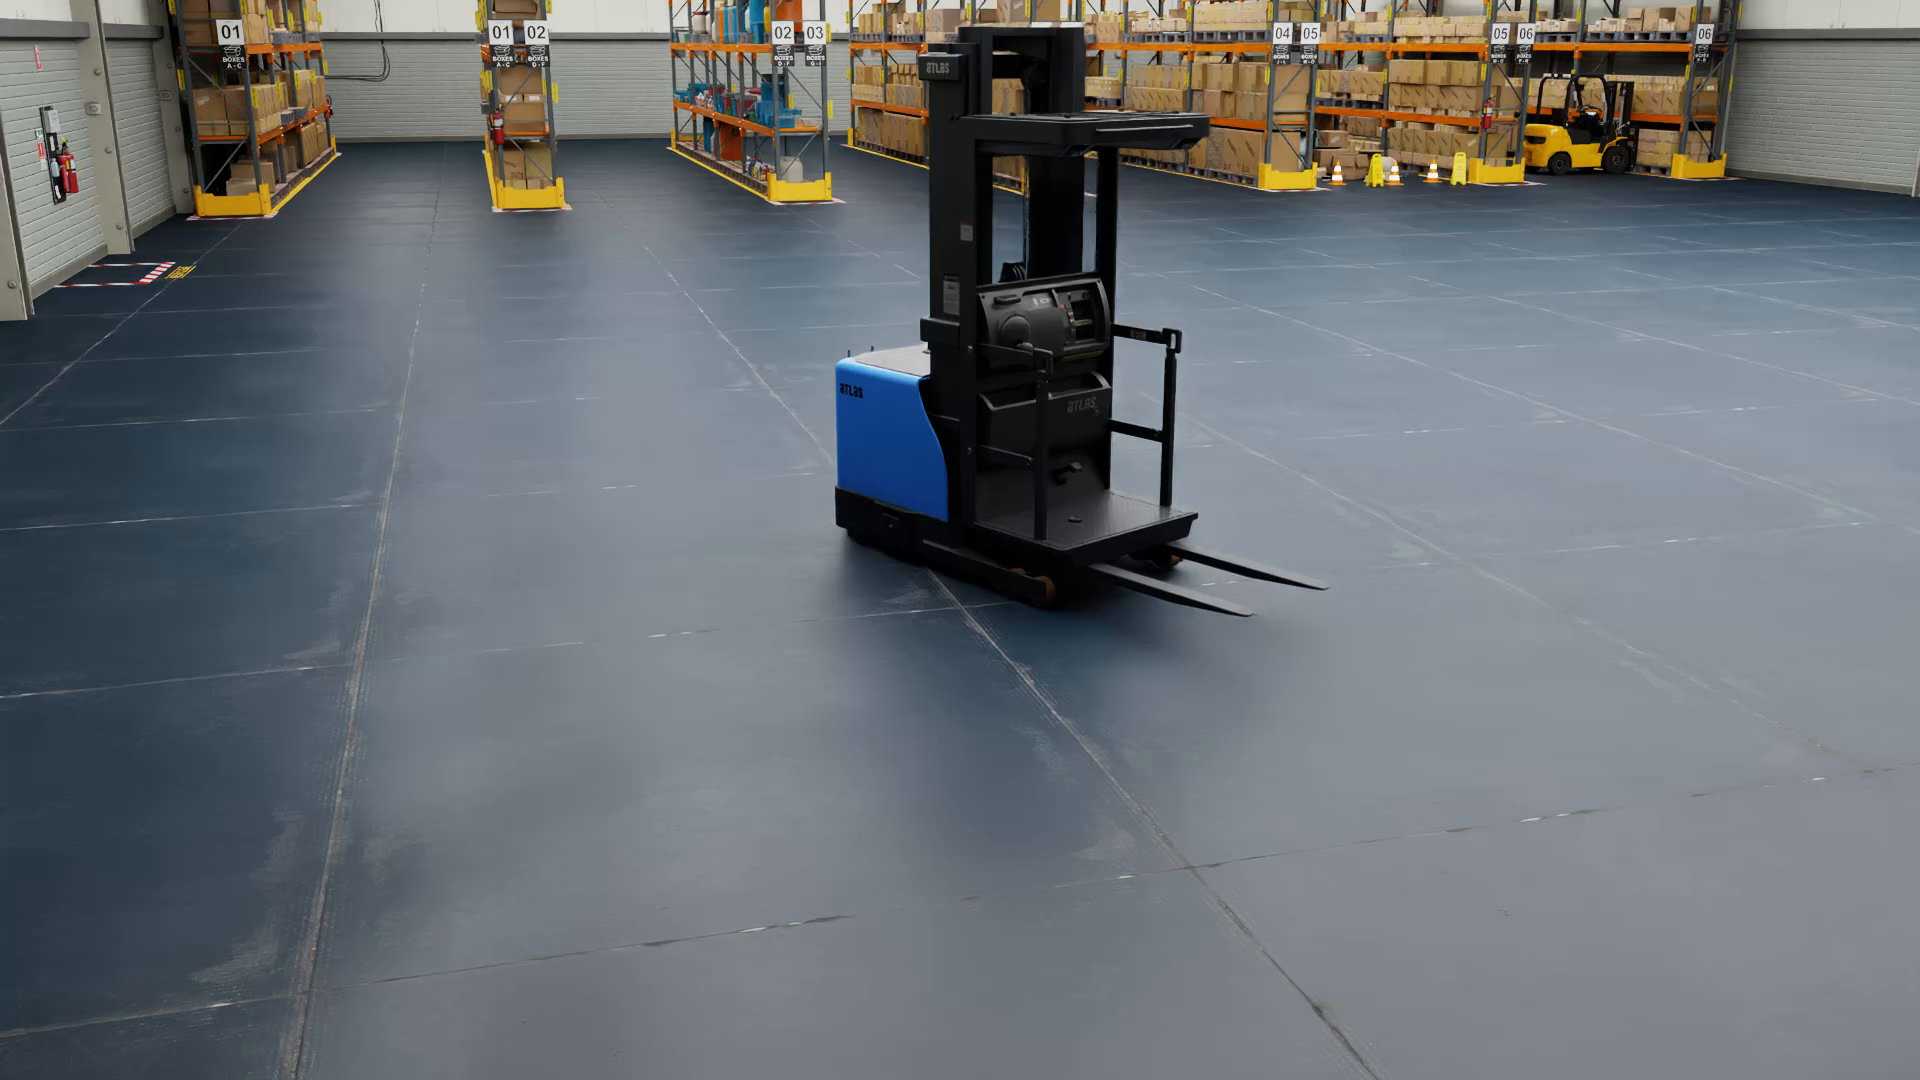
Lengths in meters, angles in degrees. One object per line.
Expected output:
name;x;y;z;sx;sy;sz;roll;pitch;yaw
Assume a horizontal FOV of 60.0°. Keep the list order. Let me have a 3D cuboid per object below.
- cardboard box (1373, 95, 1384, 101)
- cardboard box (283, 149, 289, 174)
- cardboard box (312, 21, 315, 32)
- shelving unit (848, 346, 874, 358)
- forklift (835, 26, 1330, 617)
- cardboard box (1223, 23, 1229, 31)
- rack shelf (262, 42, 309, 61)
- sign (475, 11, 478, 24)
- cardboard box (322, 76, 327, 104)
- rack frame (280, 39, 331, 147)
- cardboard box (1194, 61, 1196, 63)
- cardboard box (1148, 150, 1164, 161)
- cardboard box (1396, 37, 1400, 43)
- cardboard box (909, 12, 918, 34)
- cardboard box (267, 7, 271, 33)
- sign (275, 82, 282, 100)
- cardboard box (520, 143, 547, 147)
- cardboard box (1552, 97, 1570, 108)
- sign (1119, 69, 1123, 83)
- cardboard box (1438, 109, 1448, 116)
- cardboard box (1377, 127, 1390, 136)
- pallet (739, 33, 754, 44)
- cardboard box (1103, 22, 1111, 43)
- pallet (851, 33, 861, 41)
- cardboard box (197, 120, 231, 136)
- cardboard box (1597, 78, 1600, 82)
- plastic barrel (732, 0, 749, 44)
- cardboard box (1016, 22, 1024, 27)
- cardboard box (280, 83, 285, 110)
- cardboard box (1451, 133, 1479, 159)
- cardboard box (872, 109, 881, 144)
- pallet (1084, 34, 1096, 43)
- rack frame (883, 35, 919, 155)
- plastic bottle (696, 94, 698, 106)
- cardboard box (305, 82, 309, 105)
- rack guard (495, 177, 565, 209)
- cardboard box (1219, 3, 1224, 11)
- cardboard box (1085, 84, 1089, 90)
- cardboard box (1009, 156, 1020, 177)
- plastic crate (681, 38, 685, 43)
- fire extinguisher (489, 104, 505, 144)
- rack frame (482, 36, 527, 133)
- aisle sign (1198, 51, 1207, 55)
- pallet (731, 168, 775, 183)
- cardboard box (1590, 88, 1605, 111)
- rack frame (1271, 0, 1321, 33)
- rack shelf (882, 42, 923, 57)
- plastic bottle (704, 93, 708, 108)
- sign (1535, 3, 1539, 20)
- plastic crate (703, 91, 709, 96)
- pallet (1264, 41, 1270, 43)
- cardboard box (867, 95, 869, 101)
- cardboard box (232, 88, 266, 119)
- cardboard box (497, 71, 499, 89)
cardboard box;9.840;-10.294;38.714;0.380;0.149;0.250;-4;17;-14
cardboard box;-14.227;-7.772;34.193;0.700;0.500;0.500;-5;17;-16
cardboard box;-16.119;-12.598;40.822;0.500;0.250;0.500;-5;18;-17
shelving unit;-0.530;-0.655;10.308;0.215;1.050;0.252;-15;22;-40
forklift;0.609;-1.214;8.900;1.130;2.935;3.031;-15;22;-40
cardboard box;5.706;-10.690;34.646;0.380;0.149;0.250;-4;17;-15
rack shelf;-15.219;-10.886;37.015;1.077;0.370;4.000;-5;17;-15
sign;-12.627;-13.658;43.475;0.100;0.325;0.005;-5;17;-15
cardboard box;-16.718;-11.457;42.358;0.980;0.700;0.700;-4;17;-13
rack frame;-16.867;-11.454;42.868;1.000;3.000;0.127;-5;17;-15
cardboard box;6.956;-13.641;48.238;0.500;0.500;0.500;-5;17;-17
cardboard box;4.996;-9.229;38.642;1.050;0.750;0.750;-5;17;-15
cardboard box;10.095;-11.302;37.586;0.380;0.149;0.250;-5;17;-16
cardboard box;-0.940;-12.496;40.220;0.500;0.500;0.500;-4;17;-12
cardboard box;-13.982;-10.319;32.972;0.500;0.500;0.500;-5;18;-17
sign;-13.050;-8.594;31.843;0.100;0.325;0.005;-5;17;-15
cardboard box;-8.203;-7.382;32.060;0.500;0.500;0.500;-5;17;-15
cardboard box;14.628;-10.533;40.064;0.500;0.250;0.500;-4;17;-14
sign;3.897;-11.251;40.318;0.100;0.325;0.005;-5;17;-15
cardboard box;10.619;-9.301;36.137;0.380;0.149;0.250;-5;17;-16
cardboard box;12.286;-11.820;48.111;0.396;0.266;0.258;-4;17;-13
pallet;-3.752;-10.072;33.382;1.213;0.211;1.003;-5;17;-15
cardboard box;3.865;-12.539;41.095;0.500;0.500;0.500;-5;17;-15
pallet;-2.366;-13.818;45.680;1.003;0.211;1.213;-5;17;-15
cardboard box;-12.785;-7.080;28.532;0.500;0.250;0.500;-4;17;-14
cardboard box;15.058;-10.740;38.675;0.380;0.149;0.250;-5;17;-16
plastic barrel;-4.392;-10.718;34.333;0.600;0.901;0.708;-5;17;-15
cardboard box;1.302;-9.959;32.245;0.380;0.149;0.250;-5;18;-18
cardboard box;-14.166;-9.027;33.852;0.700;0.500;0.500;-5;17;-15
cardboard box;10.875;-8.431;35.550;0.500;0.500;0.500;-5;17;-15
cardboard box;-1.832;-11.143;44.798;0.875;0.875;0.875;-5;17;-15
pallet;3.672;-12.767;42.353;1.213;0.211;1.003;-5;17;-15
rack frame;-1.480;-11.522;43.096;1.000;3.000;0.127;-5;17;-15
plastic bottle;-6.515;-10.902;41.236;0.061;0.283;0.133;-5;17;-15
cardboard box;-15.119;-10.159;37.834;0.500;0.500;0.500;-5;17;-15
rack guard;-7.702;-6.217;29.779;1.175;0.500;0.348;-5;17;-15
cardboard box;5.639;-11.141;34.760;0.380;0.149;0.250;-5;17;-15
cardboard box;3.414;-11.532;42.317;0.380;0.149;0.250;-5;17;-16
cardboard box;1.311;-7.718;34.047;0.500;0.500;0.500;-3;17;-10
plastic crate;-6.958;-12.762;42.469;0.293;0.136;0.466;-5;17;-15
fire extinguisher;-8.123;-7.314;29.222;0.296;0.674;0.183;-5;17;-15
rack frame;-11.006;-10.740;40.492;1.000;3.000;0.127;-5;17;-15
aisle sign;7.227;-14.701;49.161;0.394;0.787;0.004;-5;17;-15
pallet;-4.297;-7.796;35.539;1.003;0.211;1.213;-5;17;-15
cardboard box;15.048;-10.248;38.680;0.500;0.500;0.500;-4;17;-14
rack frame;6.614;-11.440;32.395;1.000;3.000;0.127;-5;17;-15
rack shelf;-0.931;-12.061;40.926;1.077;0.370;4.000;-5;17;-15
plastic bottle;-6.070;-10.530;39.879;0.144;0.351;0.185;-5;17;-15
sign;11.868;-10.884;34.239;0.100;0.325;0.005;-5;17;-15
plastic crate;-6.485;-11.539;43.255;0.437;0.282;0.530;-5;17;-15
pallet;8.609;-13.028;43.224;1.003;0.211;1.213;-4;17;-13
cardboard box;-2.302;-11.886;44.744;0.380;0.149;0.250;-4;17;-14
cardboard box;-12.439;-7.618;29.022;0.500;0.500;0.500;-5;17;-15
cardboard box;-8.680;-9.074;32.517;0.700;0.500;0.500;-5;17;-15
